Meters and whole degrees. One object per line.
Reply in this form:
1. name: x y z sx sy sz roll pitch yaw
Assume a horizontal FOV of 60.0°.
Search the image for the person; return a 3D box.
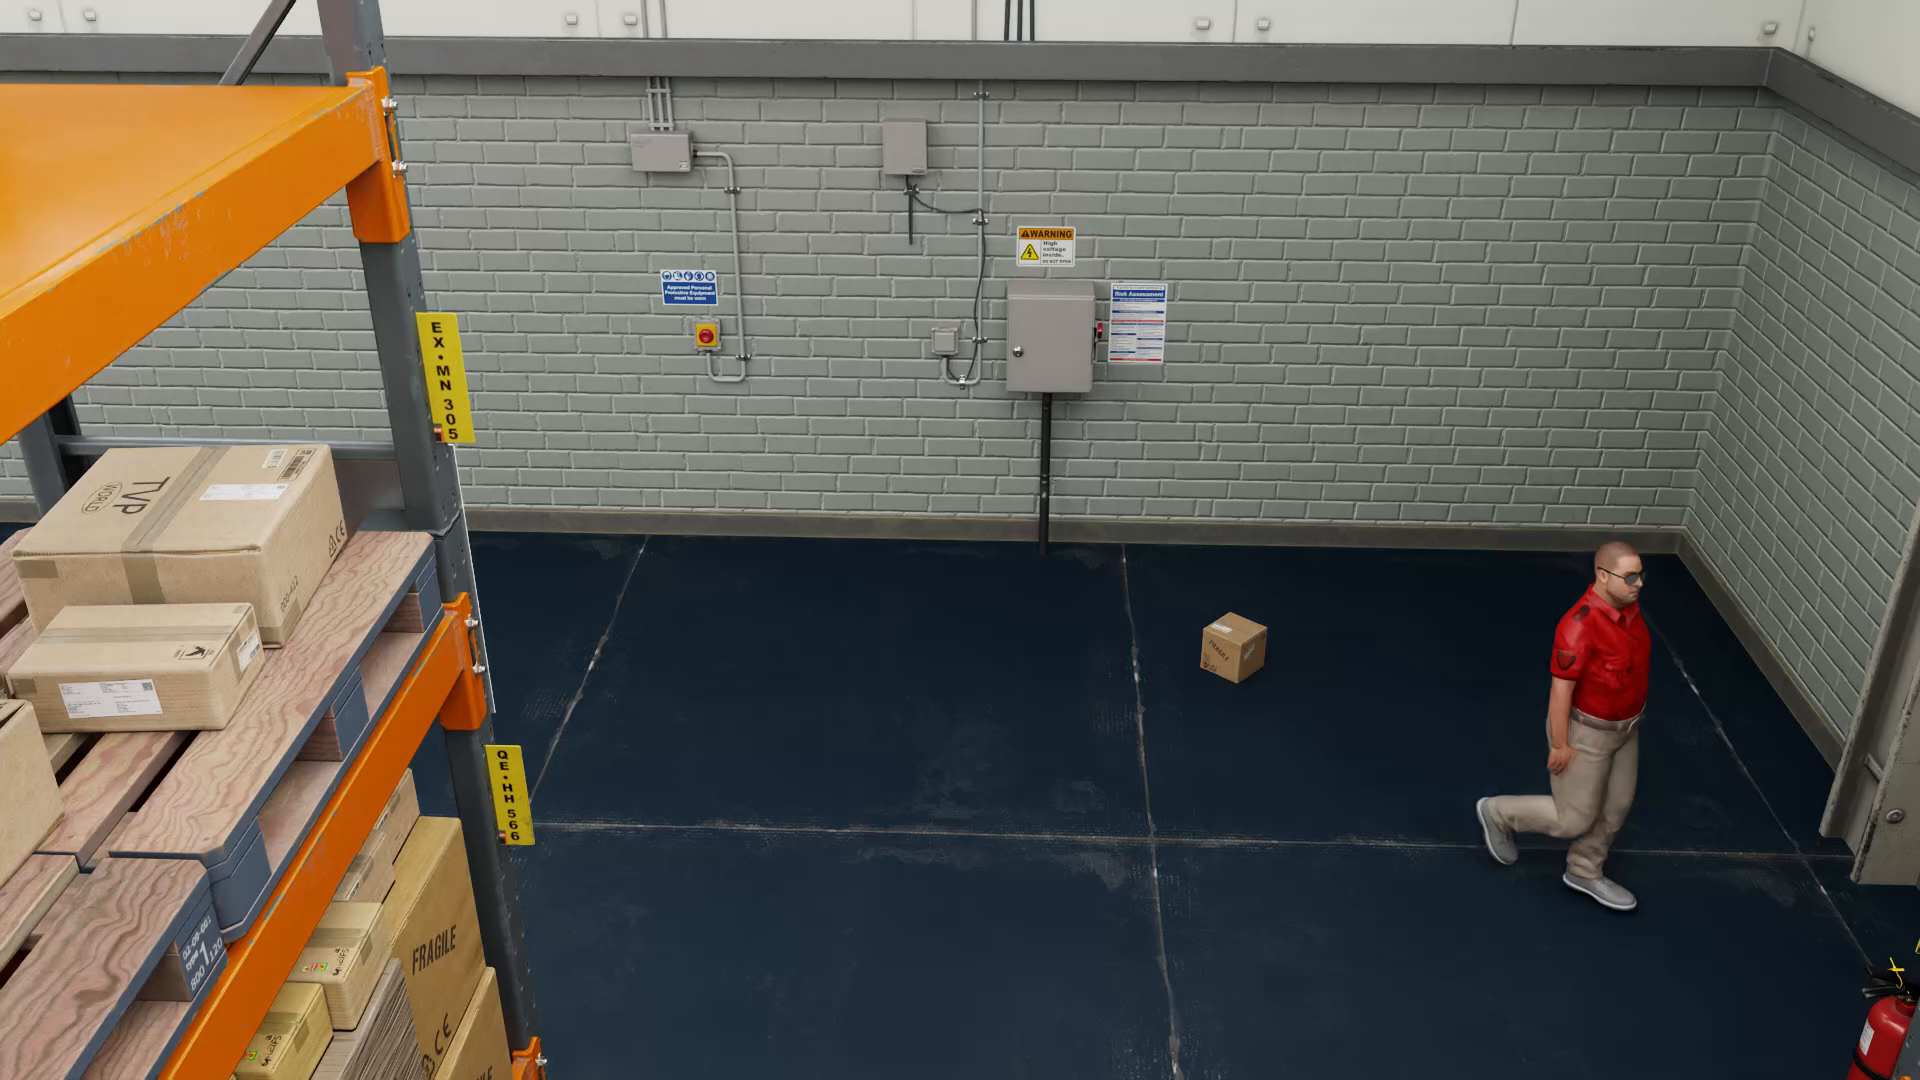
1. person: 2.671 0.784 7.119 0.541 1.702 0.717 -22 35 -36
